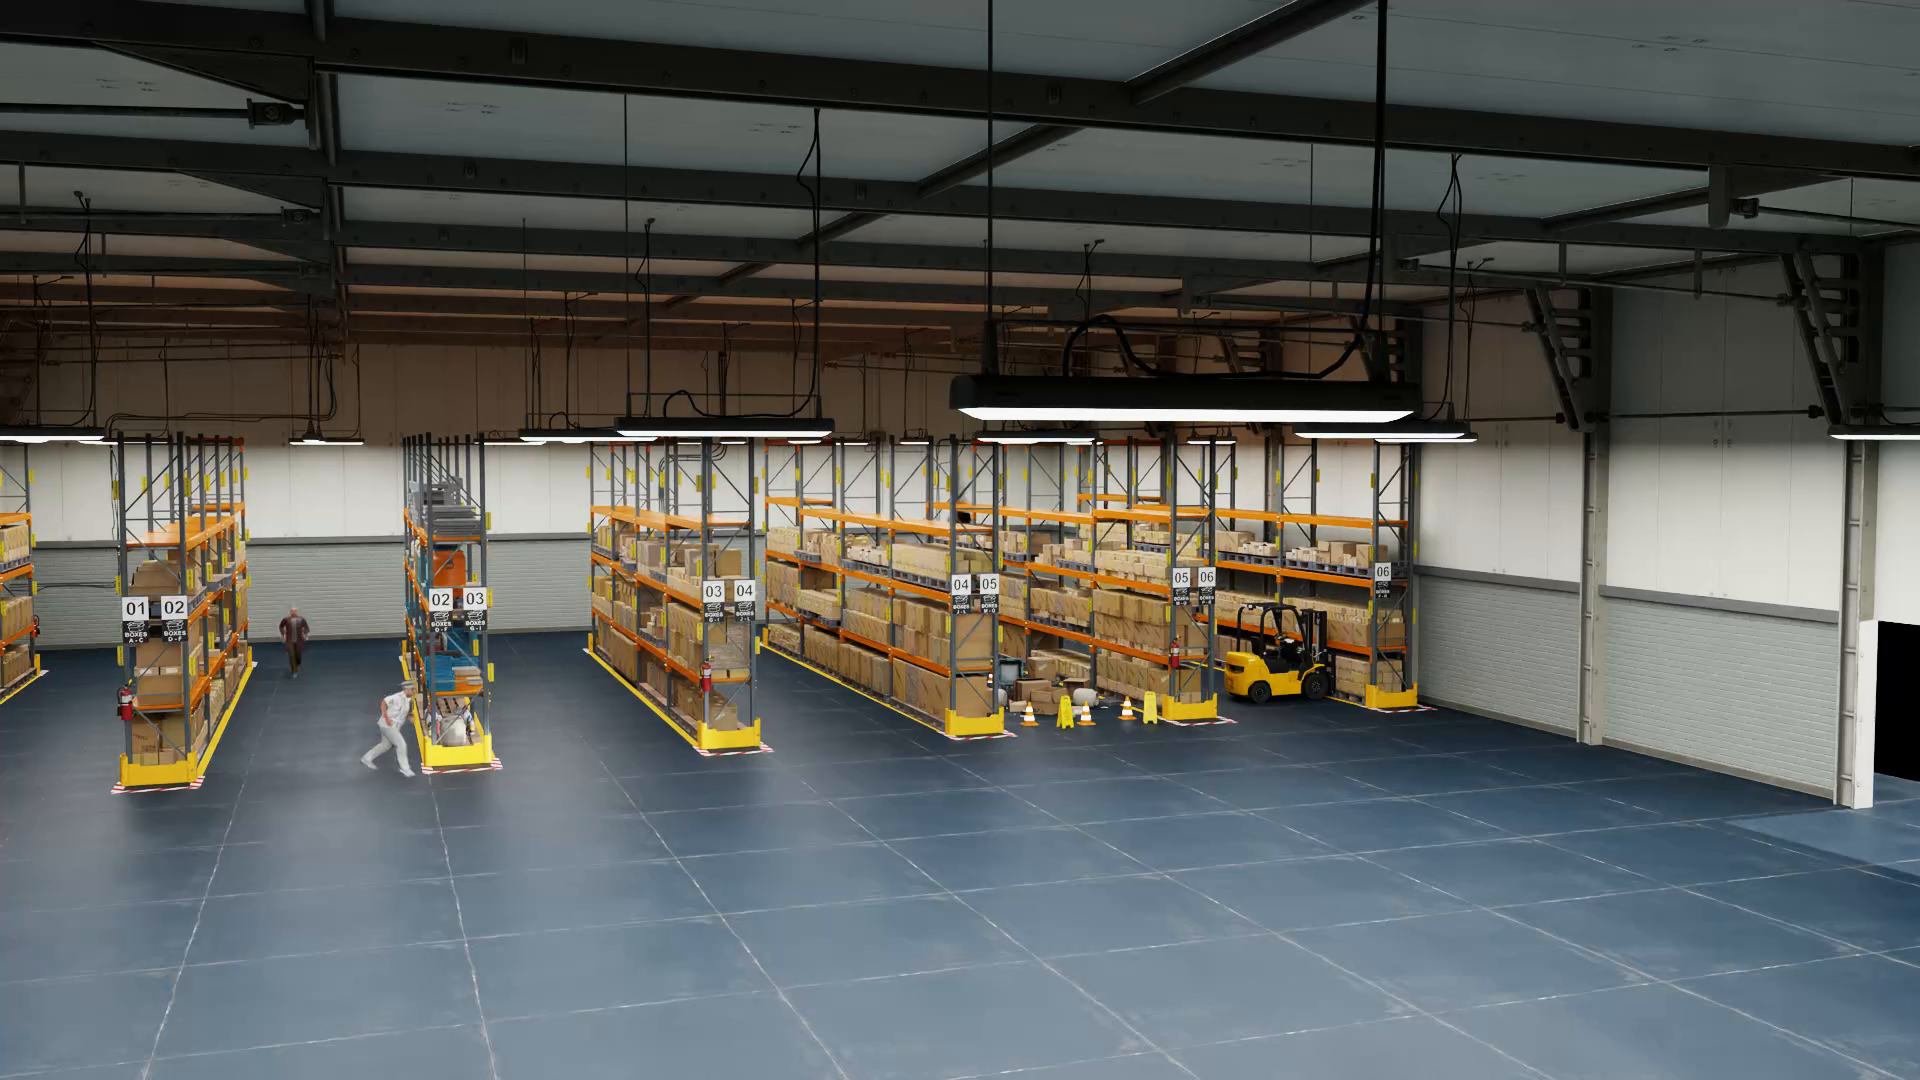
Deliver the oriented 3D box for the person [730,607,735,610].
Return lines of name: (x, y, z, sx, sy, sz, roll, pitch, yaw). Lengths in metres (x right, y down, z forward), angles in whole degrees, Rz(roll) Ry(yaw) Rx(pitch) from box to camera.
person: (-6.180, 2.334, 46.489, 0.724, 1.698, 0.999, -1, 3, -14)

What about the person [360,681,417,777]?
person: (-9.991, 3.307, 29.021, 1.029, 1.720, 0.704, 0, 3, 7)

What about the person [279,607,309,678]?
person: (-16.688, 2.653, 41.683, 0.711, 1.559, 0.880, -1, 3, -21)
